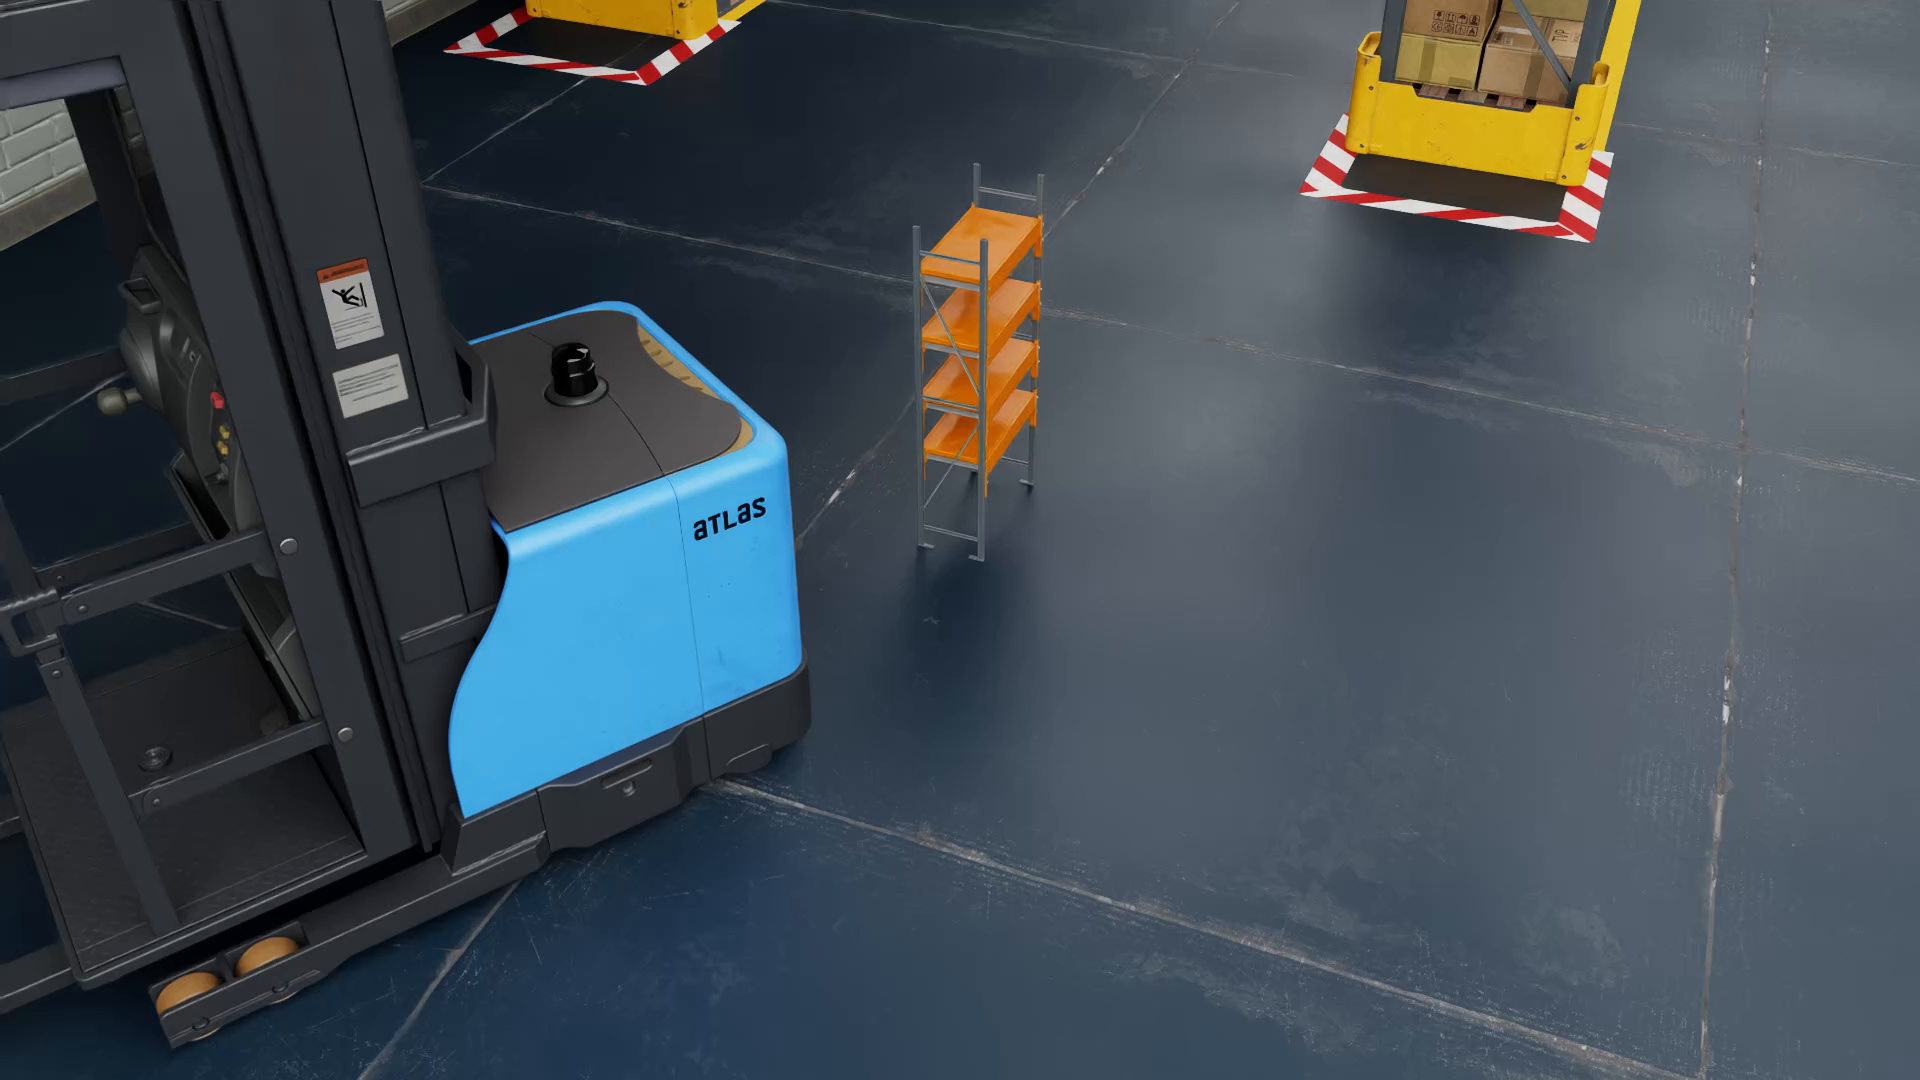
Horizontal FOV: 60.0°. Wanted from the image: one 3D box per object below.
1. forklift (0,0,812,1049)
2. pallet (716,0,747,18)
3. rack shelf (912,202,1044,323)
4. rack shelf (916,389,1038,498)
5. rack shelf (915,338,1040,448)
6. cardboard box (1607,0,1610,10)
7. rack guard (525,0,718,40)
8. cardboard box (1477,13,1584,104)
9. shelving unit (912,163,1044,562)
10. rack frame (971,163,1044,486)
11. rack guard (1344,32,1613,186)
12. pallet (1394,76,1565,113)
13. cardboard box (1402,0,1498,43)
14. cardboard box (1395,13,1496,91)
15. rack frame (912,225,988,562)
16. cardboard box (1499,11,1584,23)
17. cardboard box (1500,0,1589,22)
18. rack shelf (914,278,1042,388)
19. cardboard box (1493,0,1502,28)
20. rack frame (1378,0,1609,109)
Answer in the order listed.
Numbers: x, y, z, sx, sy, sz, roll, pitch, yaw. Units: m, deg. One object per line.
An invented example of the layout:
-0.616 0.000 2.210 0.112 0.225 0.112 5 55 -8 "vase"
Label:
-1.937 -0.303 3.708 3.031 2.935 1.130 -23 42 -27 "forklift"
-1.673 -3.634 10.436 1.003 0.211 1.213 14 39 18 "pallet"
0.063 -0.887 5.278 0.258 0.148 0.480 14 39 18 "rack shelf"
0.063 -0.359 5.673 0.258 0.148 0.480 14 39 18 "rack shelf"
0.063 -0.518 5.554 0.258 0.148 0.480 14 39 18 "rack shelf"
3.521 -3.284 9.585 0.500 0.250 0.500 14 39 18 "cardboard box"
-2.014 -3.308 9.759 1.175 0.500 0.348 14 39 18 "rack guard"
2.949 -2.454 8.474 0.500 0.250 0.500 14 39 18 "cardboard box"
0.063 -0.572 5.513 0.258 1.200 0.503 14 39 18 "shelving unit"
0.156 -0.707 5.694 0.240 1.200 0.015 14 39 18 "rack frame"
2.530 -2.127 8.178 1.175 0.500 0.348 14 39 18 "rack guard"
2.792 -2.457 8.861 1.003 0.211 1.213 14 39 18 "pallet"
2.468 -2.873 8.408 0.500 0.500 0.500 14 39 18 "cardboard box"
2.470 -2.572 8.632 0.500 0.250 0.500 14 39 18 "cardboard box"
-0.030 -0.437 5.333 0.240 1.200 0.015 14 39 18 "rack frame"
3.136 -2.732 8.845 0.500 0.250 0.500 14 39 18 "cardboard box"
3.138 -3.032 8.620 0.500 0.500 0.500 14 39 18 "cardboard box"
0.063 -0.698 5.420 0.258 0.148 0.480 14 39 18 "rack shelf"
2.649 -2.852 9.006 0.500 0.250 0.500 14 39 18 "cardboard box"
2.539 -3.141 7.447 1.000 3.000 0.127 14 39 18 "rack frame"
